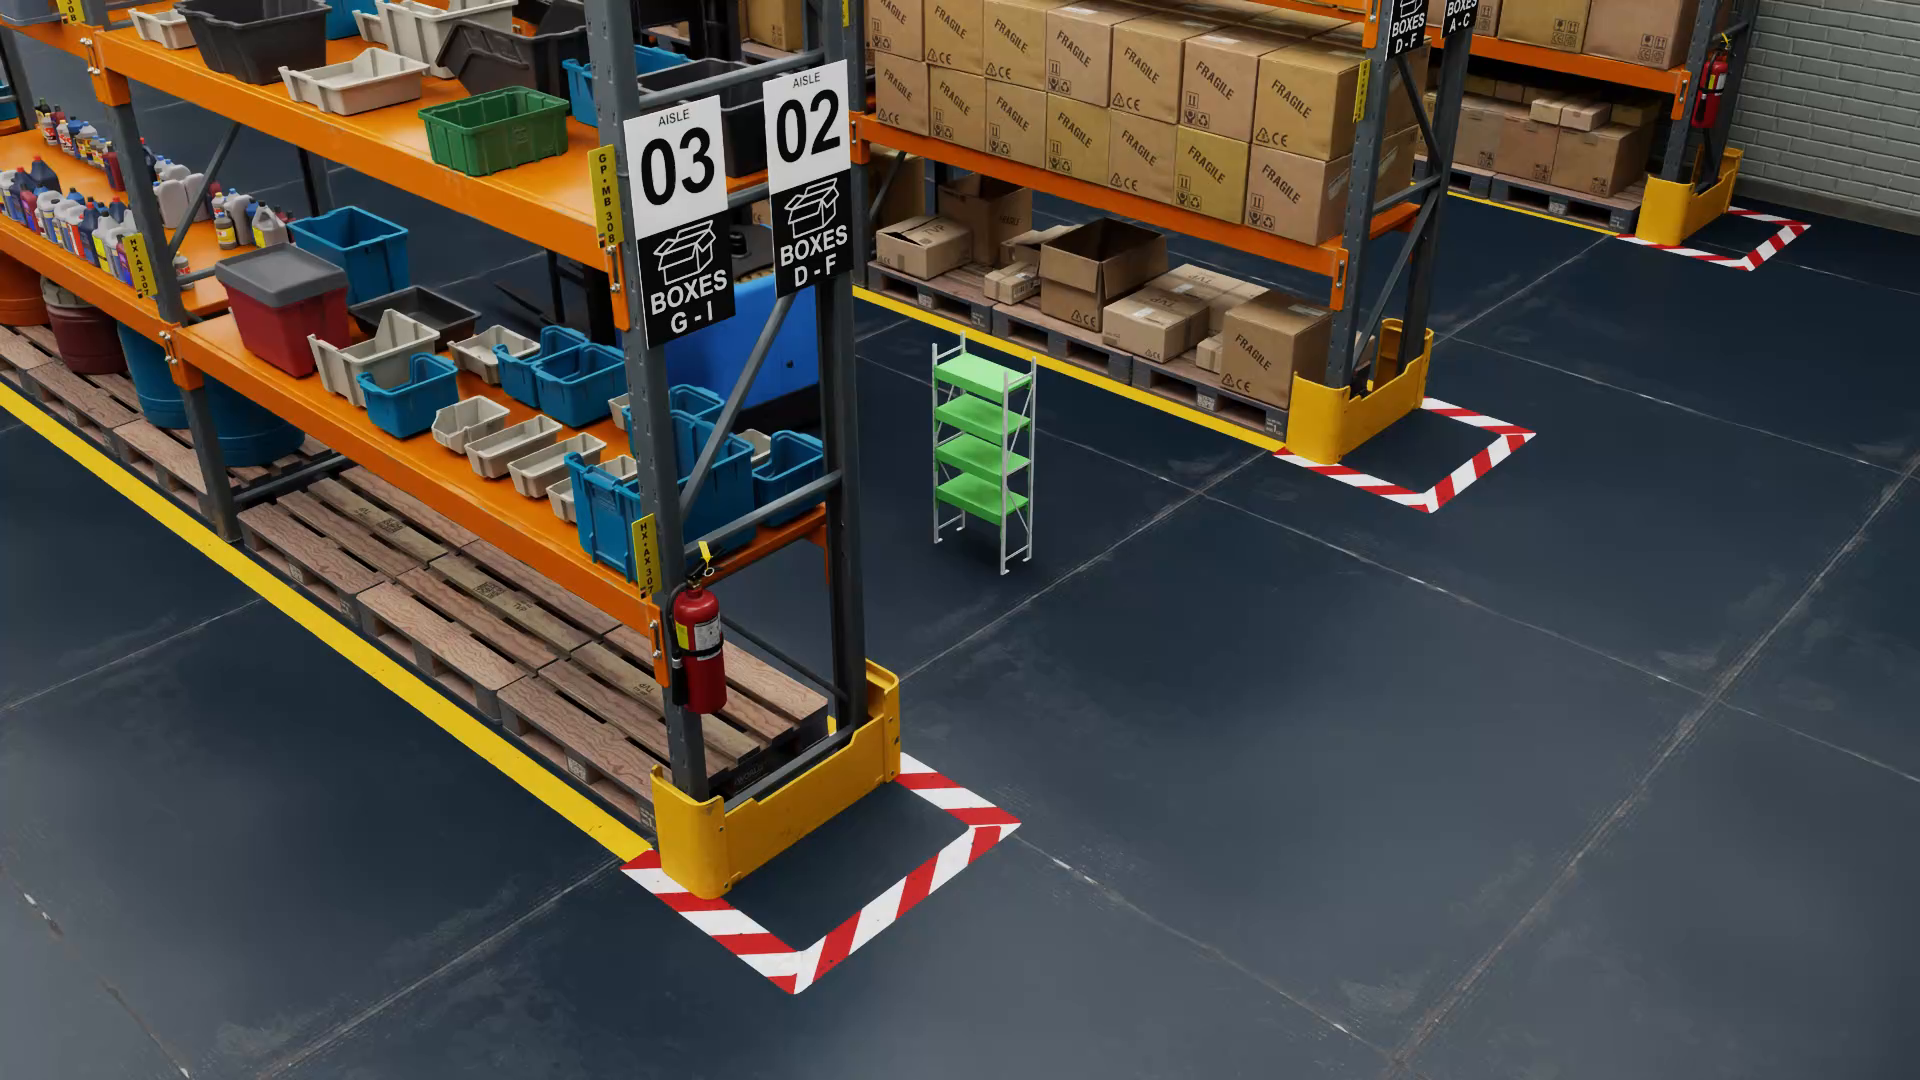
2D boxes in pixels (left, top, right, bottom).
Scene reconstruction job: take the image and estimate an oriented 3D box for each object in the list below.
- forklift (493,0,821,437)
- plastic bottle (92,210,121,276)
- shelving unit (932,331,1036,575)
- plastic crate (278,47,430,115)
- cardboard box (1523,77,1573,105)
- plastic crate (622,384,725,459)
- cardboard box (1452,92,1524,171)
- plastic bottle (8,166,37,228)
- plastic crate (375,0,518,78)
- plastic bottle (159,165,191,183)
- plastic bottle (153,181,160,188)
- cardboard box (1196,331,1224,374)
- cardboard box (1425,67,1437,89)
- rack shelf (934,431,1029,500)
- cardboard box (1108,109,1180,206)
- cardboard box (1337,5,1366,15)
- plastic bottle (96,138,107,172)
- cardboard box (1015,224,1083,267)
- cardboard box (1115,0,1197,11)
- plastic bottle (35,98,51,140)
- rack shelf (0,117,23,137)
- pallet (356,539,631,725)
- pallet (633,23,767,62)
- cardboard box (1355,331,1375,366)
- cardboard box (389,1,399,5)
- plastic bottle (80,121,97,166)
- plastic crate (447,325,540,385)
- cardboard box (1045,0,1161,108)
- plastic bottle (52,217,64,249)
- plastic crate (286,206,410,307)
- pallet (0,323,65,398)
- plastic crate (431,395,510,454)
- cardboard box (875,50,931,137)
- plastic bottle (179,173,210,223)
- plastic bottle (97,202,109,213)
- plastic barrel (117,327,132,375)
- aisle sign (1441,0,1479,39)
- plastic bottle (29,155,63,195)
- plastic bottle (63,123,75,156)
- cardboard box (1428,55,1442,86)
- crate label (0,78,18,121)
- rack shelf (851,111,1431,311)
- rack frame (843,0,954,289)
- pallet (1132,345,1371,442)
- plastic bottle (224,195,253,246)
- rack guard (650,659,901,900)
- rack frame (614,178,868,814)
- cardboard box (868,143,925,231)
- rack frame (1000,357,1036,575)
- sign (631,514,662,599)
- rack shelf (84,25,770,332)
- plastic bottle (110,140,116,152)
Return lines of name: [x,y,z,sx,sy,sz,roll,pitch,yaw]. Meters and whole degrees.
forklift: [-2.078,-2.447,10.473,1.130,2.935,3.031,-25,39,-35]
plastic bottle: [-4.654,-1.640,9.114,0.185,0.351,0.144,25,39,35]
shelving unit: [0.123,-0.457,8.845,0.503,1.200,0.258,25,39,35]
plastic crate: [-2.485,-1.877,6.806,0.530,0.136,0.437,25,39,35]
cardboard box: [4.941,-3.759,13.973,0.250,0.149,0.380,25,39,35]
plastic crate: [-1.237,-0.477,7.239,0.300,0.233,0.416,25,39,35]
cardboard box: [4.531,-3.533,14.226,0.500,0.500,0.700,24,38,34]
plastic bottle: [-5.470,-2.022,9.748,0.185,0.351,0.144,25,39,35]
plastic crate: [-2.223,-2.204,7.209,0.530,0.282,0.437,25,39,35]
plastic bottle: [-4.699,-2.122,9.987,0.135,0.276,0.152,25,39,35]
plastic bottle: [-4.768,-2.036,9.916,0.097,0.201,0.097,0,31,0]
cardboard box: [1.732,-1.220,10.689,0.250,0.166,0.380,25,39,35]
cardboard box: [3.900,-3.977,14.335,0.250,0.149,0.380,24,38,34]
rack shelf: [0.123,-0.402,8.878,0.480,0.148,0.258,25,39,35]
cardboard box: [1.272,-2.424,10.271,0.500,0.500,0.500,25,39,35]
cardboard box: [3.824,-4.937,14.251,0.700,0.700,0.980,24,38,34]
plastic bottle: [-5.455,-2.462,10.624,0.097,0.201,0.097,0,31,0]
cardboard box: [0.743,-2.050,11.927,0.500,0.311,0.500,25,39,35]
cardboard box: [1.250,-3.231,10.643,0.500,0.500,0.500,25,39,35]
plastic bottle: [-6.132,-2.826,11.149,0.133,0.283,0.061,25,39,35]
rack shelf: [-8.201,-3.237,12.416,4.000,0.370,1.077,25,39,35]
pallet: [-2.273,0.388,8.401,1.213,0.211,1.003,25,39,35]
pallet: [-1.947,-3.992,13.159,1.213,0.211,1.003,25,39,35]
cardboard box: [2.460,-1.221,10.707,0.250,0.149,0.380,25,39,35]
cardboard box: [-5.865,-5.342,16.930,0.500,0.311,0.500,25,39,35]
plastic bottle: [-5.599,-2.559,10.718,0.097,0.271,0.097,0,31,0]
plastic crate: [-2.260,-0.894,8.024,0.466,0.136,0.293,25,39,35]
cardboard box: [0.882,-3.027,10.304,0.500,0.500,0.500,26,40,36]
plastic bottle: [-5.111,-1.773,9.480,0.097,0.201,0.097,0,31,0]
plastic crate: [-3.178,-1.456,8.718,0.575,0.384,0.392,25,39,35]
pallet: [-6.106,-1.401,11.373,1.213,0.211,1.003,25,39,35]
plastic crate: [-2.173,-0.498,7.367,0.250,0.136,0.298,25,39,35]
cardboard box: [-0.231,-3.124,11.434,0.500,0.500,0.500,26,40,36]
plastic bottle: [-4.527,-2.042,9.854,0.135,0.276,0.152,25,39,35]
plastic bottle: [-4.837,-1.781,9.425,0.097,0.271,0.097,0,31,0]
plastic barrel: [-5.028,-1.252,10.427,0.421,0.512,0.421,0,31,0]
aisle sign: [2.787,-3.180,9.103,0.004,0.787,0.394,25,39,35]
plastic bottle: [-5.468,-2.126,9.922,0.185,0.351,0.144,25,39,35]
plastic bottle: [-5.815,-2.631,10.904,0.097,0.201,0.097,0,31,0]
cardboard box: [4.181,-4.112,14.559,0.250,0.149,0.380,25,39,36]
crate label: [-6.779,-3.070,11.604,0.416,0.233,0.303,25,39,35]
rack shelf: [1.057,-2.361,10.961,4.000,0.370,1.077,25,39,35]
rack frame: [-0.426,-3.361,11.925,0.127,3.000,1.000,25,39,35]
pallet: [1.892,-1.084,10.847,1.213,0.211,1.003,25,39,35]
plastic bottle: [-4.111,-1.848,9.532,0.135,0.276,0.152,25,39,35]
rack guard: [-0.760,0.990,7.121,0.348,0.500,1.175,25,39,35]
rack frame: [-0.787,-0.084,6.482,0.127,3.000,1.000,25,39,35]
cardboard box: [-0.621,-2.740,12.890,0.500,0.500,0.500,23,38,33]
rack frame: [0.304,-0.372,8.705,0.015,1.200,0.240,25,39,35]
sign: [-1.144,0.062,6.081,0.005,0.325,0.100,25,39,35]
rack shelf: [-2.270,-1.753,7.043,4.000,0.370,1.077,25,39,35]
plastic bottle: [-5.195,-2.388,10.357,0.185,0.351,0.144,25,39,35]
